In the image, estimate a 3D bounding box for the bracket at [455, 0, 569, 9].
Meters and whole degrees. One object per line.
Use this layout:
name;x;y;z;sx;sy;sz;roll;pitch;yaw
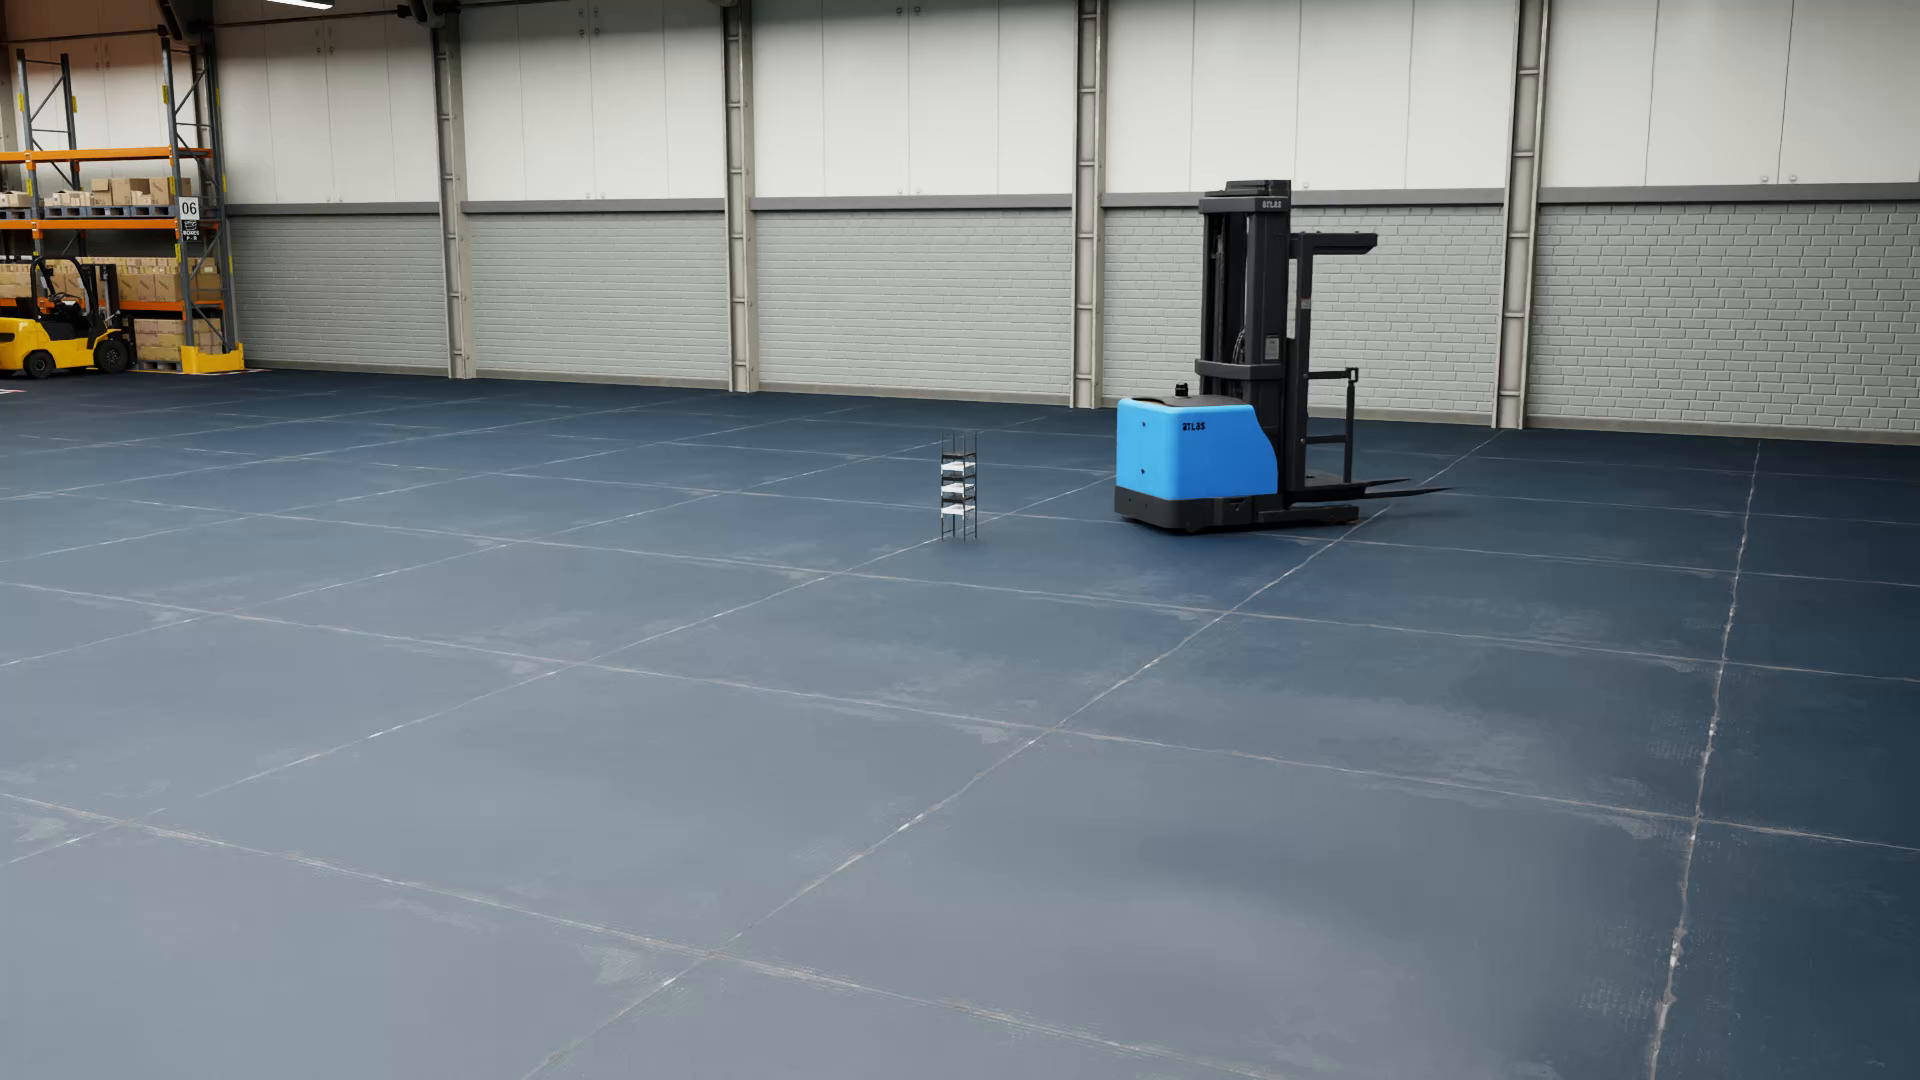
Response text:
bracket;-6.361;-8.811;27.039;4.783;0.066;0.076;5;11;26

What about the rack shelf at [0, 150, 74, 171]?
rack shelf;-19.437;-7.530;33.209;4.000;0.370;1.077;5;11;26

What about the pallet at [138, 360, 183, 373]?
pallet;-14.761;-3.337;31.575;1.213;0.211;1.003;5;11;26

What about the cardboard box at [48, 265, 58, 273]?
cardboard box;-17.474;-5.272;32.335;0.250;0.149;0.380;5;11;25

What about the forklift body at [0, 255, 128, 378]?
forklift body;-16.564;-4.096;30.322;1.214;2.155;2.313;5;11;26

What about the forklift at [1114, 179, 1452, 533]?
forklift;2.935;-1.649;14.609;3.031;2.935;1.130;-4;11;-22

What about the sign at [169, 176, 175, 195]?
sign;-14.309;-6.443;30.219;0.005;0.325;0.100;5;11;26

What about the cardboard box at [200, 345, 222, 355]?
cardboard box;-14.411;-3.579;31.625;0.500;0.250;0.500;5;11;26

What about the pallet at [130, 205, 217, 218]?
pallet;-14.679;-6.148;31.102;1.213;0.211;1.003;5;11;26

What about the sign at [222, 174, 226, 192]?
sign;-13.806;-6.689;31.166;0.005;0.325;0.100;5;11;26

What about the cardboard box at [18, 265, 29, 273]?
cardboard box;-18.288;-5.348;32.755;0.250;0.149;0.380;5;11;25

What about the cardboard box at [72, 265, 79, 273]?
cardboard box;-16.807;-5.204;31.962;0.250;0.149;0.380;5;12;27

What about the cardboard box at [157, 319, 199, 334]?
cardboard box;-14.608;-3.988;31.075;0.500;0.250;0.500;5;12;28

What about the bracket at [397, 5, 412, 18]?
bracket;-9.431;-9.081;28.530;0.430;0.232;0.235;5;11;26

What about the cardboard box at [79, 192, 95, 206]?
cardboard box;-16.447;-6.471;31.557;0.258;0.266;0.396;5;11;24

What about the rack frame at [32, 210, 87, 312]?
rack frame;-17.644;-4.971;32.773;0.127;3.000;1.000;5;11;26

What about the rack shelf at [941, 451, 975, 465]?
rack shelf;-0.007;-0.676;13.611;0.200;0.077;0.258;5;11;26

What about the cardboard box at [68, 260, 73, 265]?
cardboard box;-16.982;-5.388;32.142;0.250;0.149;0.380;5;11;25

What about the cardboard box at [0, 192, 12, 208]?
cardboard box;-19.089;-6.737;32.901;0.500;0.311;0.500;5;11;24

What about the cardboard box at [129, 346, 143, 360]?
cardboard box;-15.504;-3.577;31.615;0.500;0.250;0.500;5;11;26

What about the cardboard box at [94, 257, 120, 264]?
cardboard box;-16.299;-5.324;31.788;0.250;0.149;0.380;5;11;26

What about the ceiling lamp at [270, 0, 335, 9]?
ceiling lamp;-9.680;-9.331;23.629;0.800;3.185;2.000;5;11;26

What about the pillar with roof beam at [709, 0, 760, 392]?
pillar with roof beam;-5.426;-6.173;22.572;0.548;9.000;9.100;5;11;26

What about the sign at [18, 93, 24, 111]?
sign;-17.873;-8.334;31.664;0.005;0.325;0.100;5;11;26

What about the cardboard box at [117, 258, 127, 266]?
cardboard box;-15.660;-5.249;31.375;0.250;0.149;0.380;5;12;27

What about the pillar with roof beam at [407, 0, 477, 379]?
pillar with roof beam;-10.806;-6.646;25.184;0.548;9.000;9.100;5;11;26

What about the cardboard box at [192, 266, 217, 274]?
cardboard box;-14.246;-5.092;31.341;0.250;0.149;0.380;5;11;24

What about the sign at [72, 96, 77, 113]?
sign;-17.376;-8.547;32.620;0.005;0.325;0.100;5;11;26

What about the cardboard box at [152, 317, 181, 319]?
cardboard box;-15.297;-4.149;31.967;0.500;0.250;0.500;5;11;25

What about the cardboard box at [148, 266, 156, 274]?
cardboard box;-14.940;-5.052;31.120;0.250;0.149;0.380;5;12;27

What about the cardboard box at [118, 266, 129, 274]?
cardboard box;-15.653;-5.104;31.405;0.250;0.149;0.380;5;11;26

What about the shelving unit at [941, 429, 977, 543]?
shelving unit;-0.007;-0.443;13.654;0.210;0.900;0.258;5;11;26

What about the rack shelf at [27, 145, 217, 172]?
rack shelf;-15.850;-7.214;31.467;4.000;0.370;1.077;5;11;26

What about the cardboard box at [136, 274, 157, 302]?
cardboard box;-15.075;-4.744;31.239;0.500;0.500;0.500;5;12;28

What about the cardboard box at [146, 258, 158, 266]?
cardboard box;-14.953;-5.196;31.078;0.250;0.149;0.380;5;12;27

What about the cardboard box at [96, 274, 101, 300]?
cardboard box;-16.432;-4.865;31.908;0.500;0.500;0.500;5;11;25

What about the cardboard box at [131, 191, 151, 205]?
cardboard box;-15.162;-6.358;30.933;0.258;0.266;0.396;5;11;26

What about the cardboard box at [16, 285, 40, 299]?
cardboard box;-18.212;-4.895;32.775;0.500;0.250;0.500;5;12;27

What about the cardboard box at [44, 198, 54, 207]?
cardboard box;-17.376;-6.495;32.018;0.250;0.149;0.380;5;12;27

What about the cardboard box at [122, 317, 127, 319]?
cardboard box;-15.976;-4.106;31.730;0.500;0.250;0.500;5;11;25

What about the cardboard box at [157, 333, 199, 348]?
cardboard box;-14.632;-3.744;31.130;0.500;0.250;0.500;5;11;25

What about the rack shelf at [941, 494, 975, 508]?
rack shelf;-0.007;-0.322;13.676;0.200;0.077;0.258;5;11;26

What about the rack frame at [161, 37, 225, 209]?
rack frame;-14.057;-7.608;30.497;0.127;3.000;1.000;5;11;26
